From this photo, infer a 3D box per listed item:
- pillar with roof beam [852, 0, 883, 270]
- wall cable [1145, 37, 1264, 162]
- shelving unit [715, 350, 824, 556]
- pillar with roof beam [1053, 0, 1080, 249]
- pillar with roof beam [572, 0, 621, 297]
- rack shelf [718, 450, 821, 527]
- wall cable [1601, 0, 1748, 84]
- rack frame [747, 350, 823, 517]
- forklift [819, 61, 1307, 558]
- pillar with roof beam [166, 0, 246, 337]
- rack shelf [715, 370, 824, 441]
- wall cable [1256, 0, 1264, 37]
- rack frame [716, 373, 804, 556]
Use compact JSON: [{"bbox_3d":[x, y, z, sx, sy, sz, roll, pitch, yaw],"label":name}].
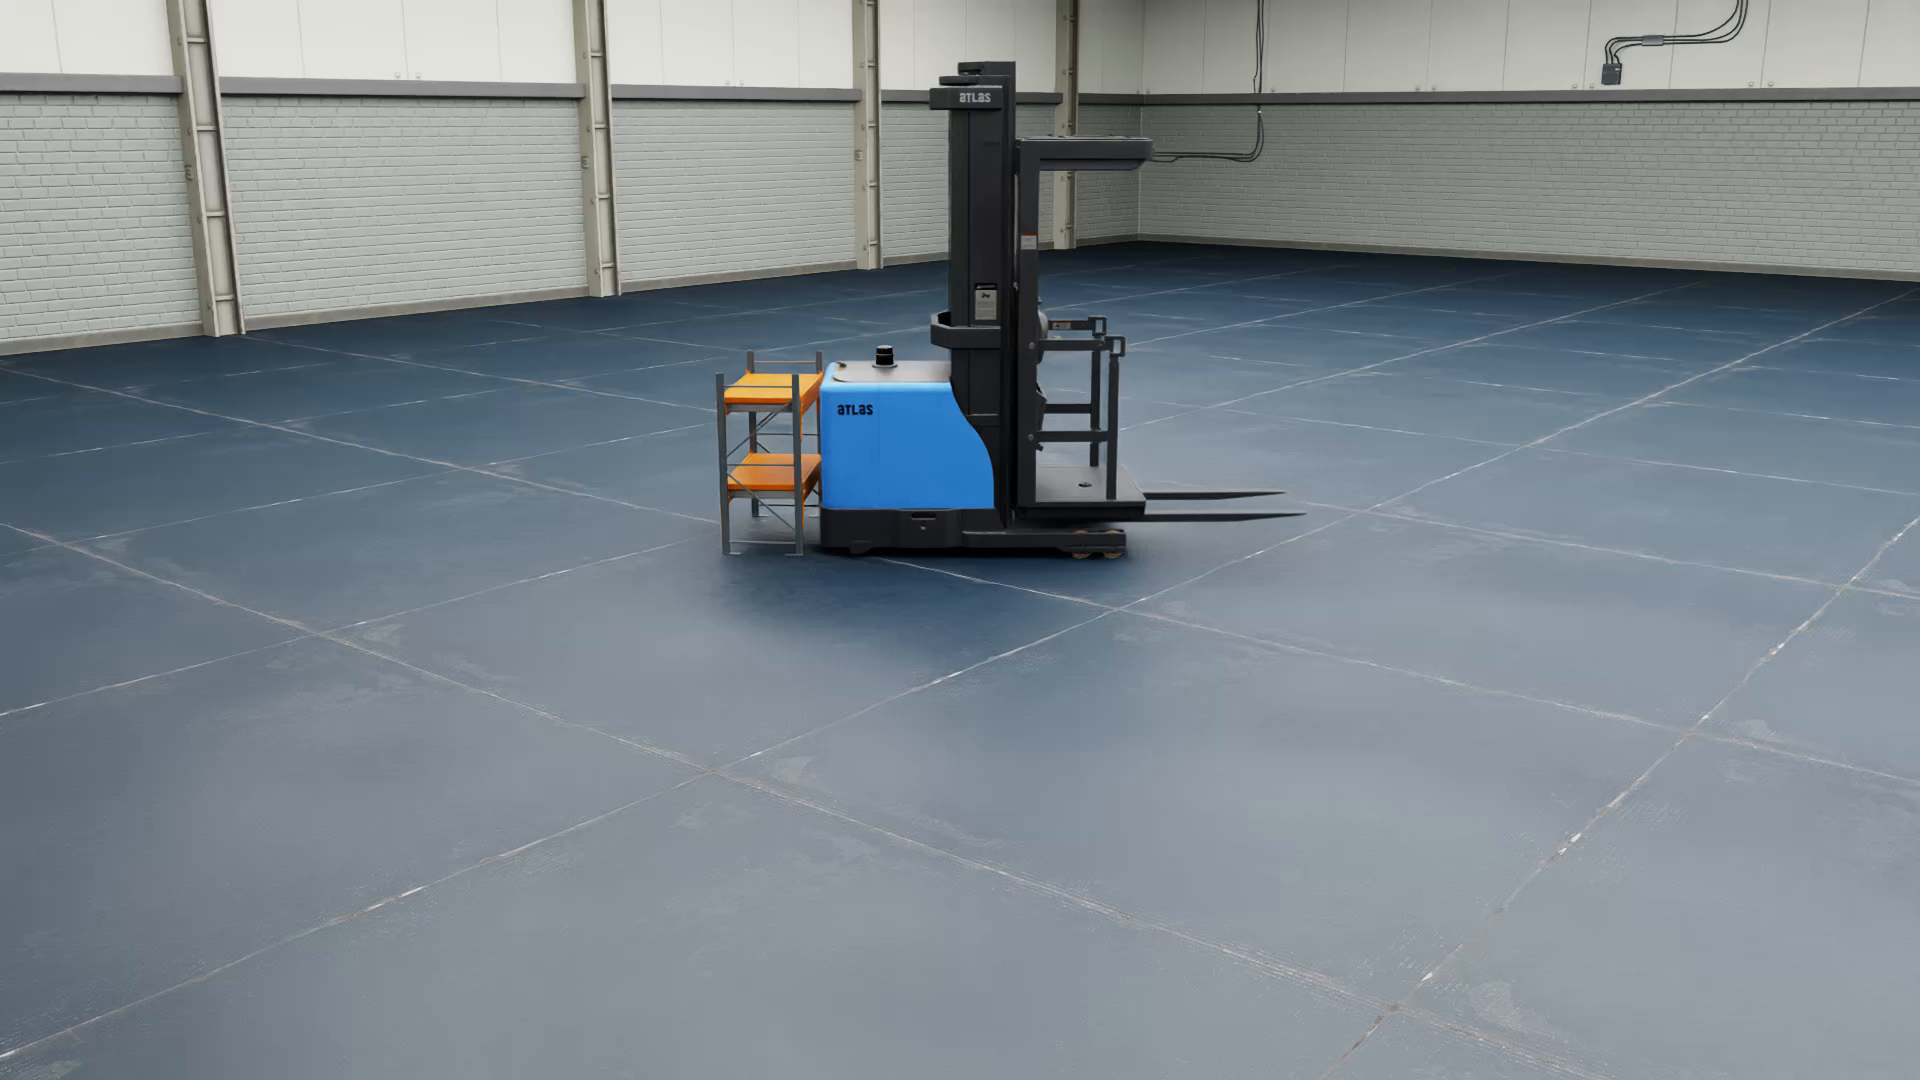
[{"bbox_3d":[1.728,-8.557,26.029,9.100,9.000,0.400,11,18,38],"label":"pillar with roof beam"},{"bbox_3d":[5.031,-9.227,34.973,3.097,2.526,0.112,11,18,38],"label":"wall cable"},{"bbox_3d":[-1.186,-0.579,10.619,0.538,1.125,1.048,1,14,3],"label":"shelving unit"},{"bbox_3d":[5.499,-9.706,30.553,9.100,9.000,0.400,11,18,38],"label":"pillar with roof beam"},{"bbox_3d":[-2.043,-7.408,21.506,9.100,9.000,0.400,11,18,38],"label":"pillar with roof beam"},{"bbox_3d":[-1.186,-0.342,10.679,0.538,0.278,1.000,1,14,3],"label":"rack shelf"},{"bbox_3d":[12.405,-10.908,28.377,2.305,6.003,0.169,11,18,38],"label":"wall cable"},{"bbox_3d":[-1.157,-0.704,11.110,0.500,1.125,0.032,1,14,3],"label":"rack frame"},{"bbox_3d":[0.644,-1.442,10.348,3.031,2.935,1.130,0,14,-1],"label":"forklift"},{"bbox_3d":[-5.814,-6.259,16.983,9.100,9.000,0.400,11,18,38],"label":"pillar with roof beam"},{"bbox_3d":[-1.186,-0.863,10.546,0.538,0.278,1.000,1,14,3],"label":"rack shelf"},{"bbox_3d":[7.135,-11.256,32.703,3.097,2.526,0.112,11,18,38],"label":"wall cable"},{"bbox_3d":[-1.216,-0.454,10.127,0.500,1.125,0.032,1,14,3],"label":"rack frame"}]
